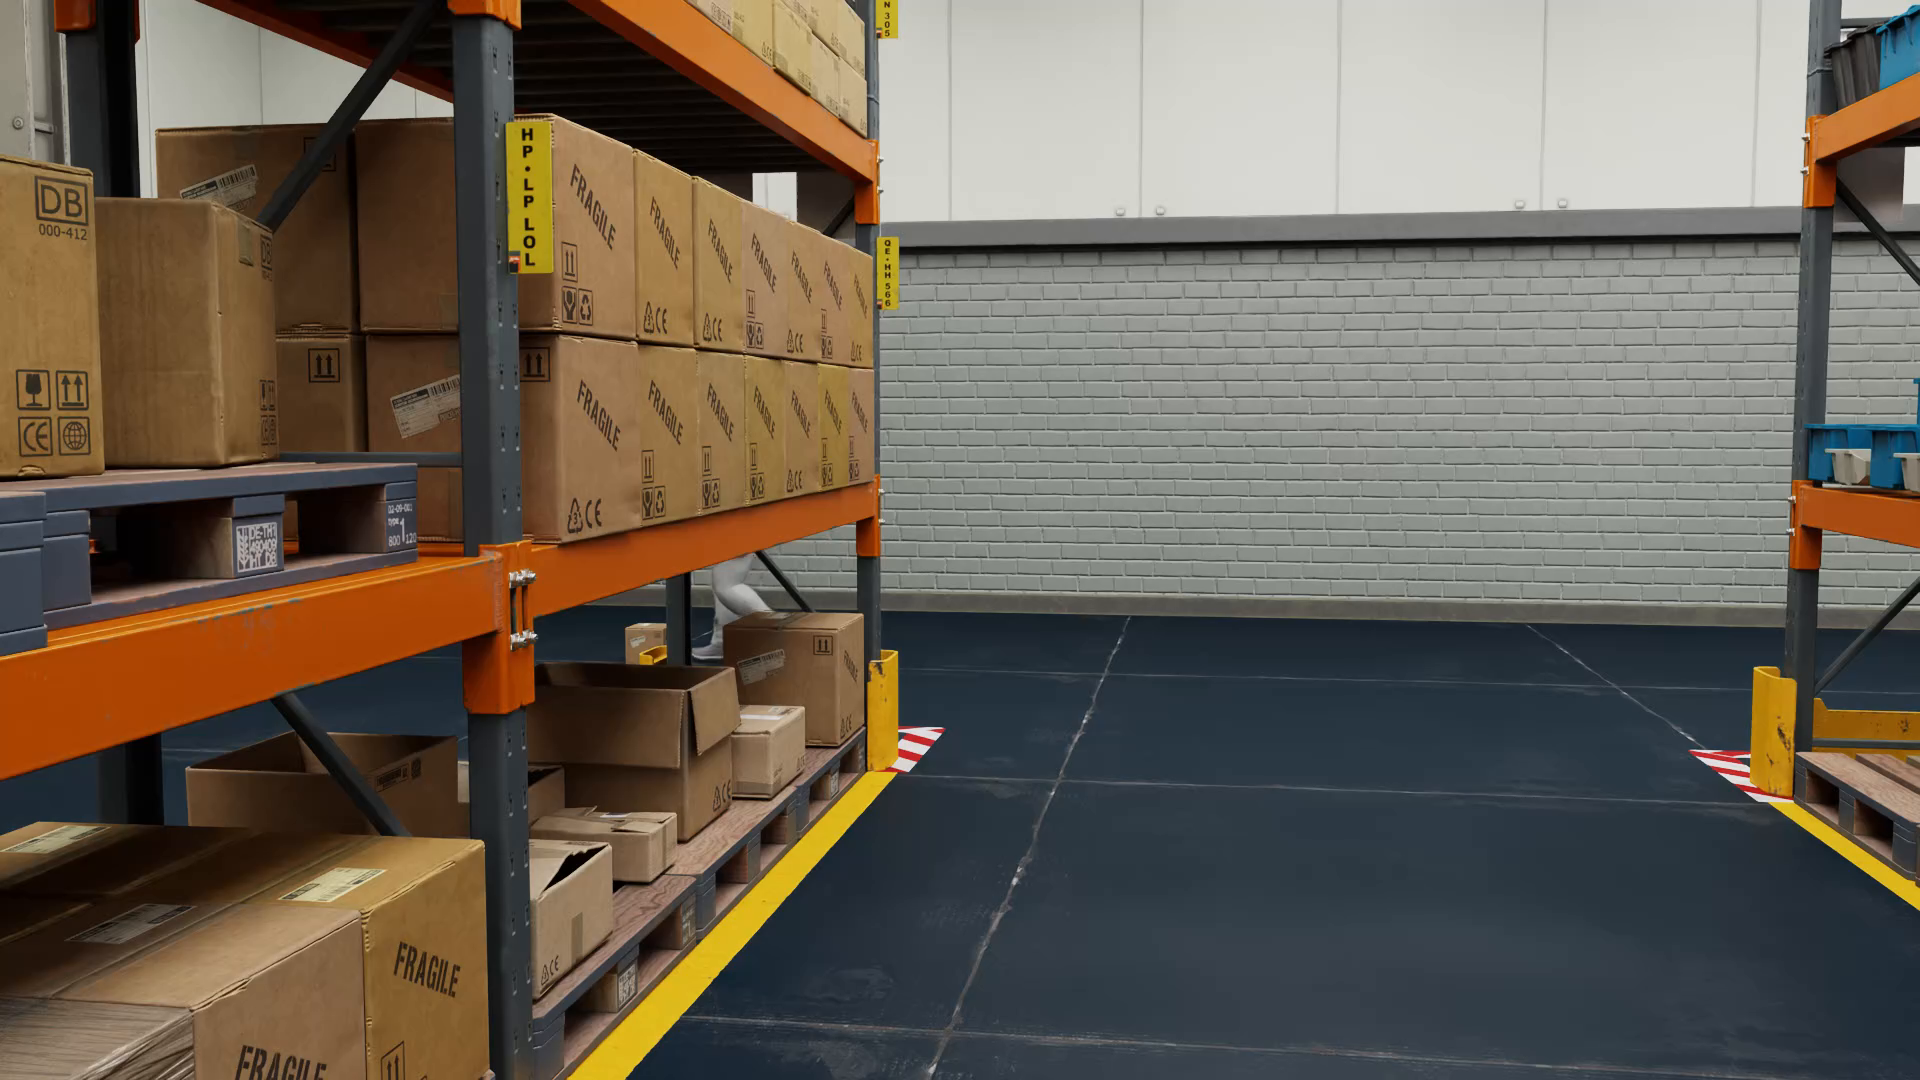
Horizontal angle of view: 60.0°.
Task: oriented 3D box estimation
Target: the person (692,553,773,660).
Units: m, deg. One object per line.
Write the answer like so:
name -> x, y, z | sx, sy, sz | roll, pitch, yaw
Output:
person -> -1.403, -0.080, 10.528 | 0.747, 1.715, 0.569 | 0, 4, 4
